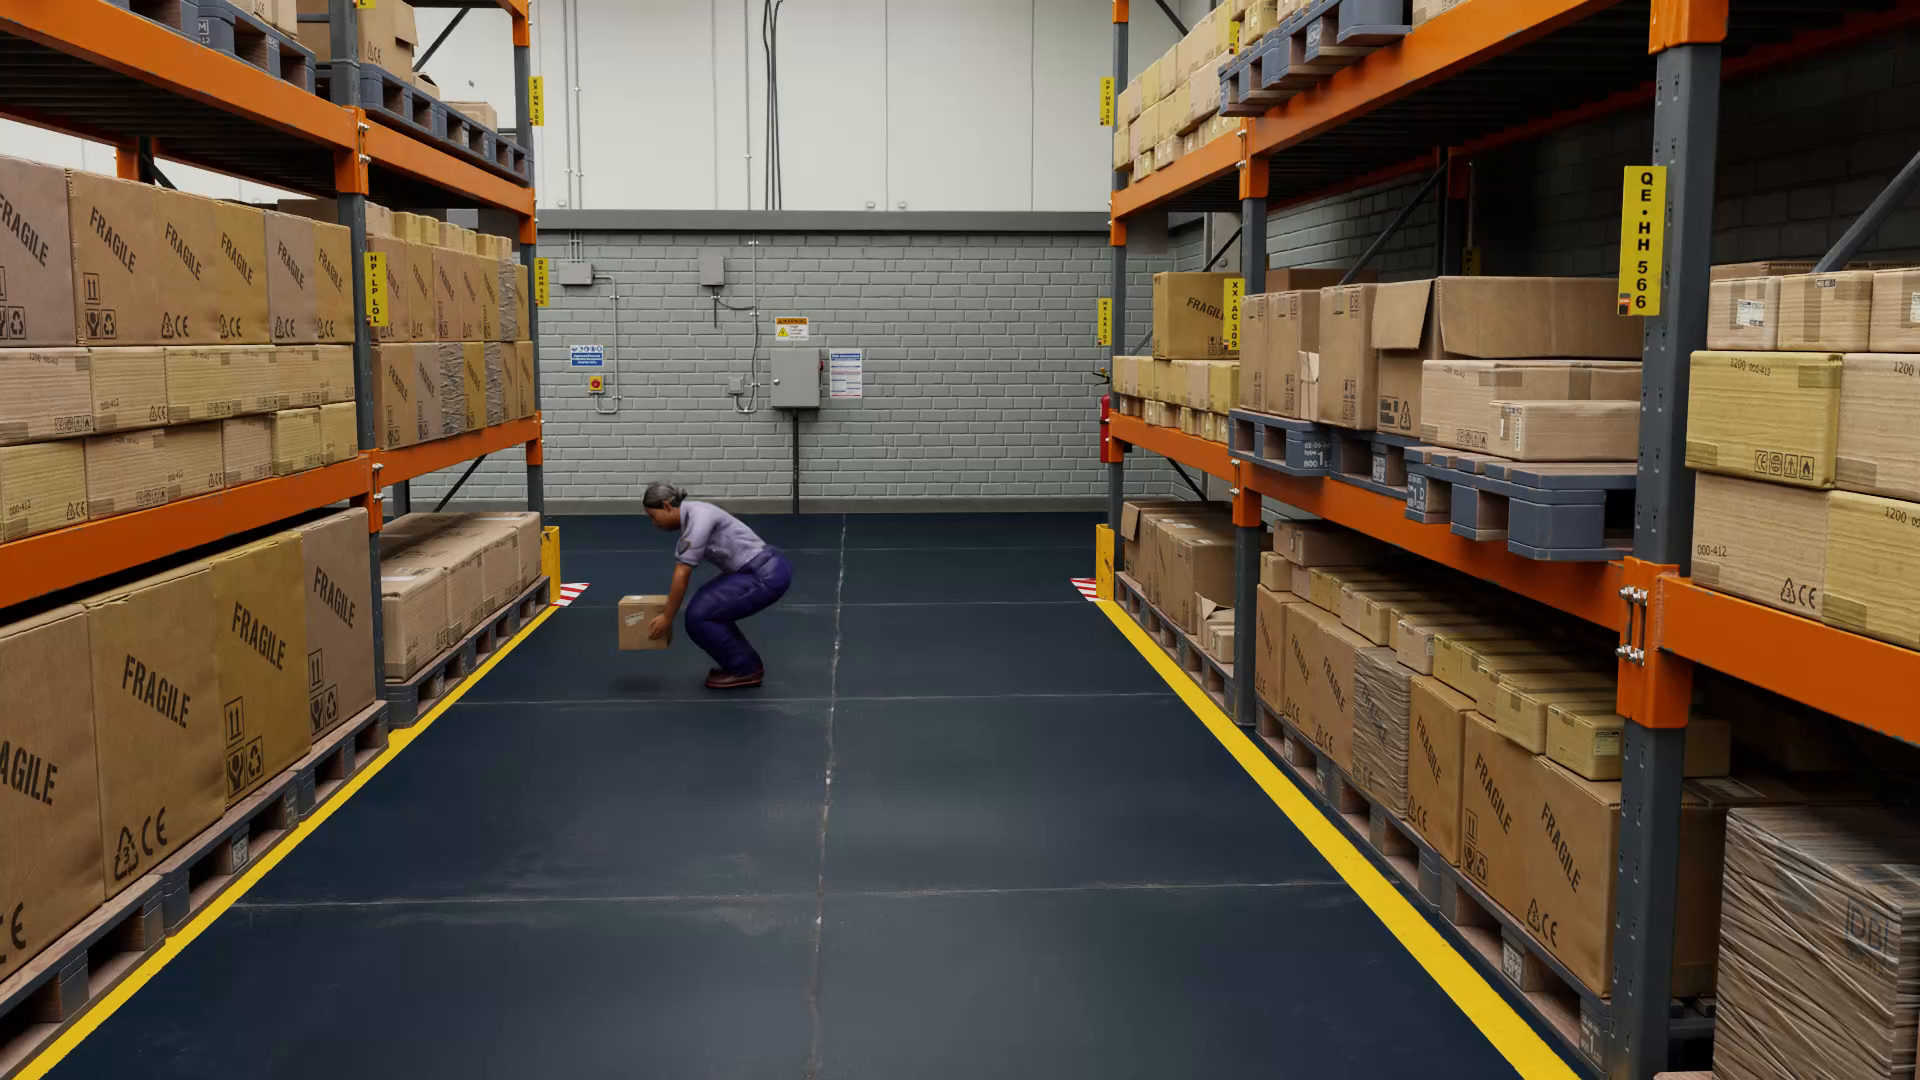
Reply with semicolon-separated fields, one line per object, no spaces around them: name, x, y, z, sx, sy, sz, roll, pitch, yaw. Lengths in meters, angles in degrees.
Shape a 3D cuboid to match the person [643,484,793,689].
person;-1.273;0.231;8.804;0.773;1.076;0.536;0;7;-4
